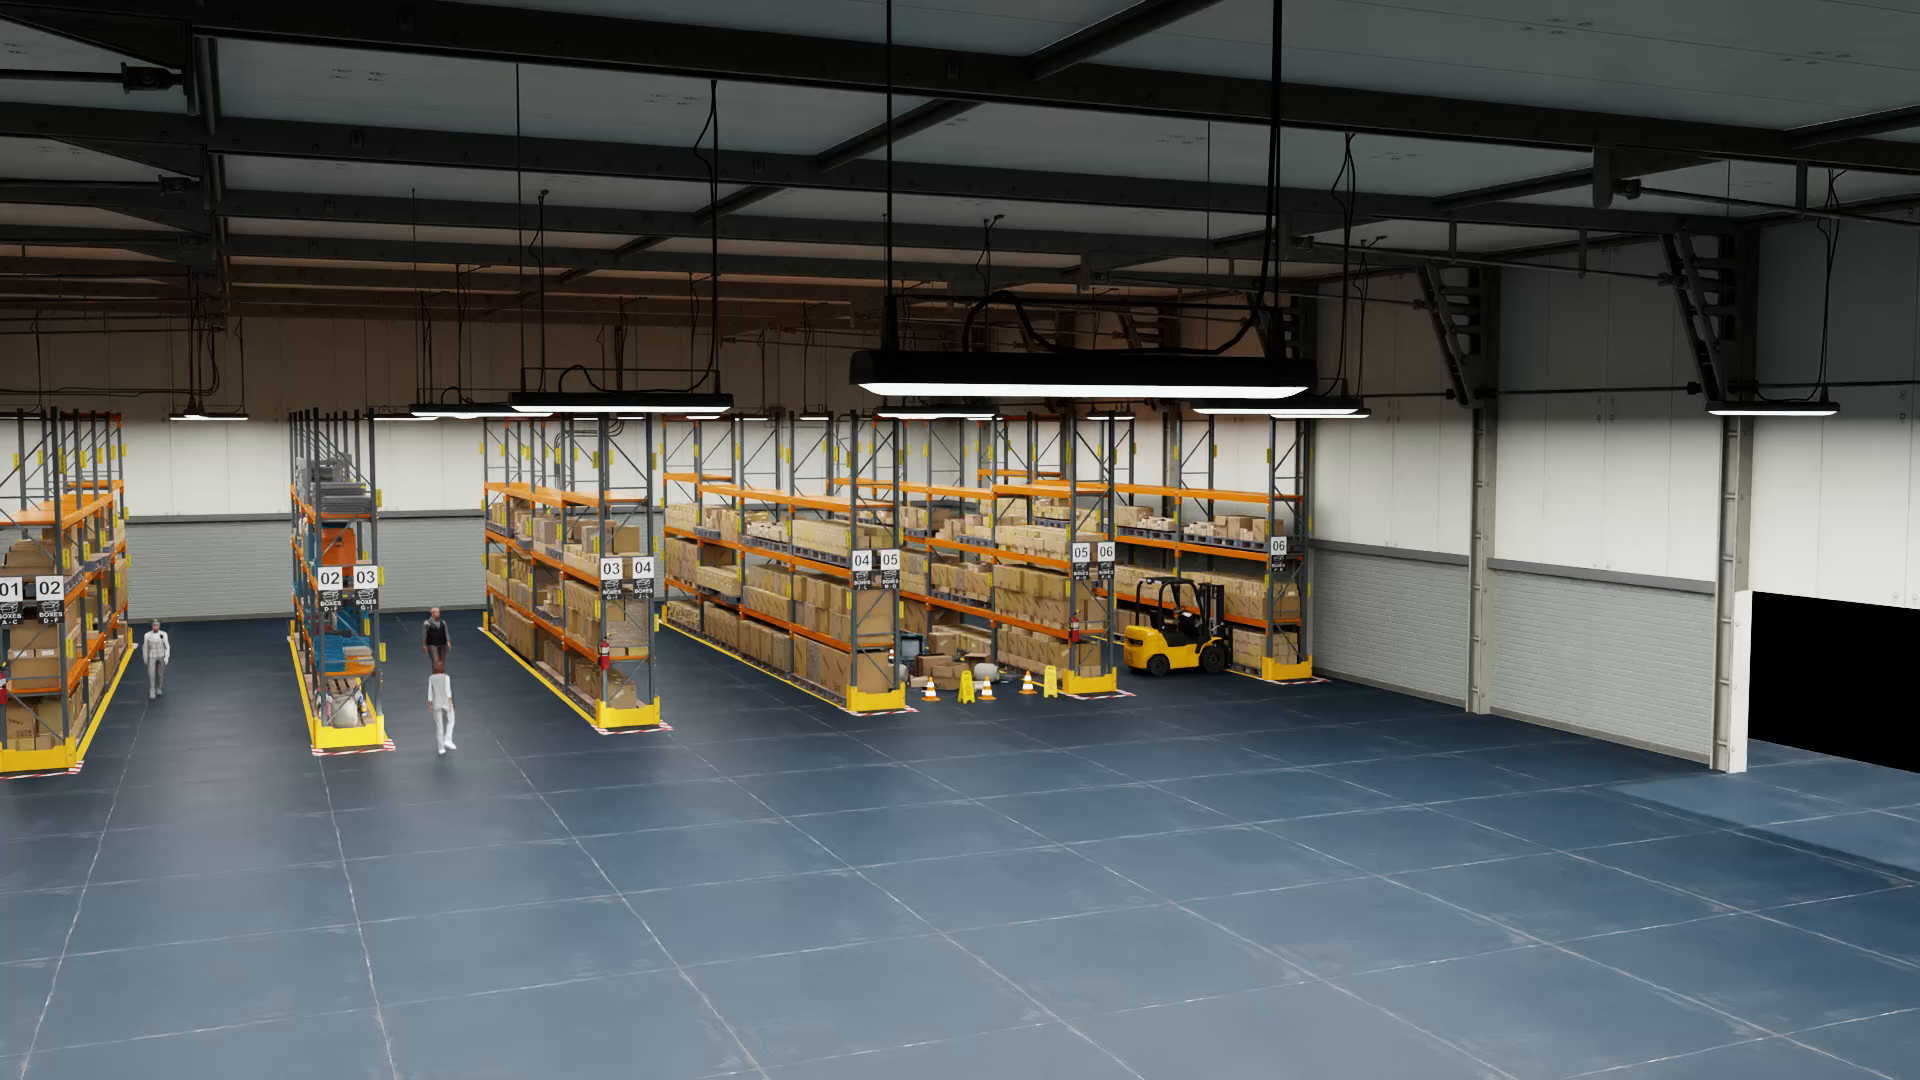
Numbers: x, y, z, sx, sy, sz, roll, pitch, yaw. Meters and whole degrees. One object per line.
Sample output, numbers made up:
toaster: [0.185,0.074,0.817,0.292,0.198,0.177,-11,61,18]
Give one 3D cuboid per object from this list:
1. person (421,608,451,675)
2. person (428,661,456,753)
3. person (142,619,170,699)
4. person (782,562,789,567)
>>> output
person: [-11.345,2.350,36.243,0.768,1.722,0.571,4,6,44]
person: [-9.005,2.896,28.861,0.449,1.583,0.466,-1,4,-11]
person: [-16.746,2.456,34.683,0.497,1.628,0.941,-3,5,-36]
person: [-5.260,1.307,50.574,0.873,1.739,0.576,-4,5,-41]
